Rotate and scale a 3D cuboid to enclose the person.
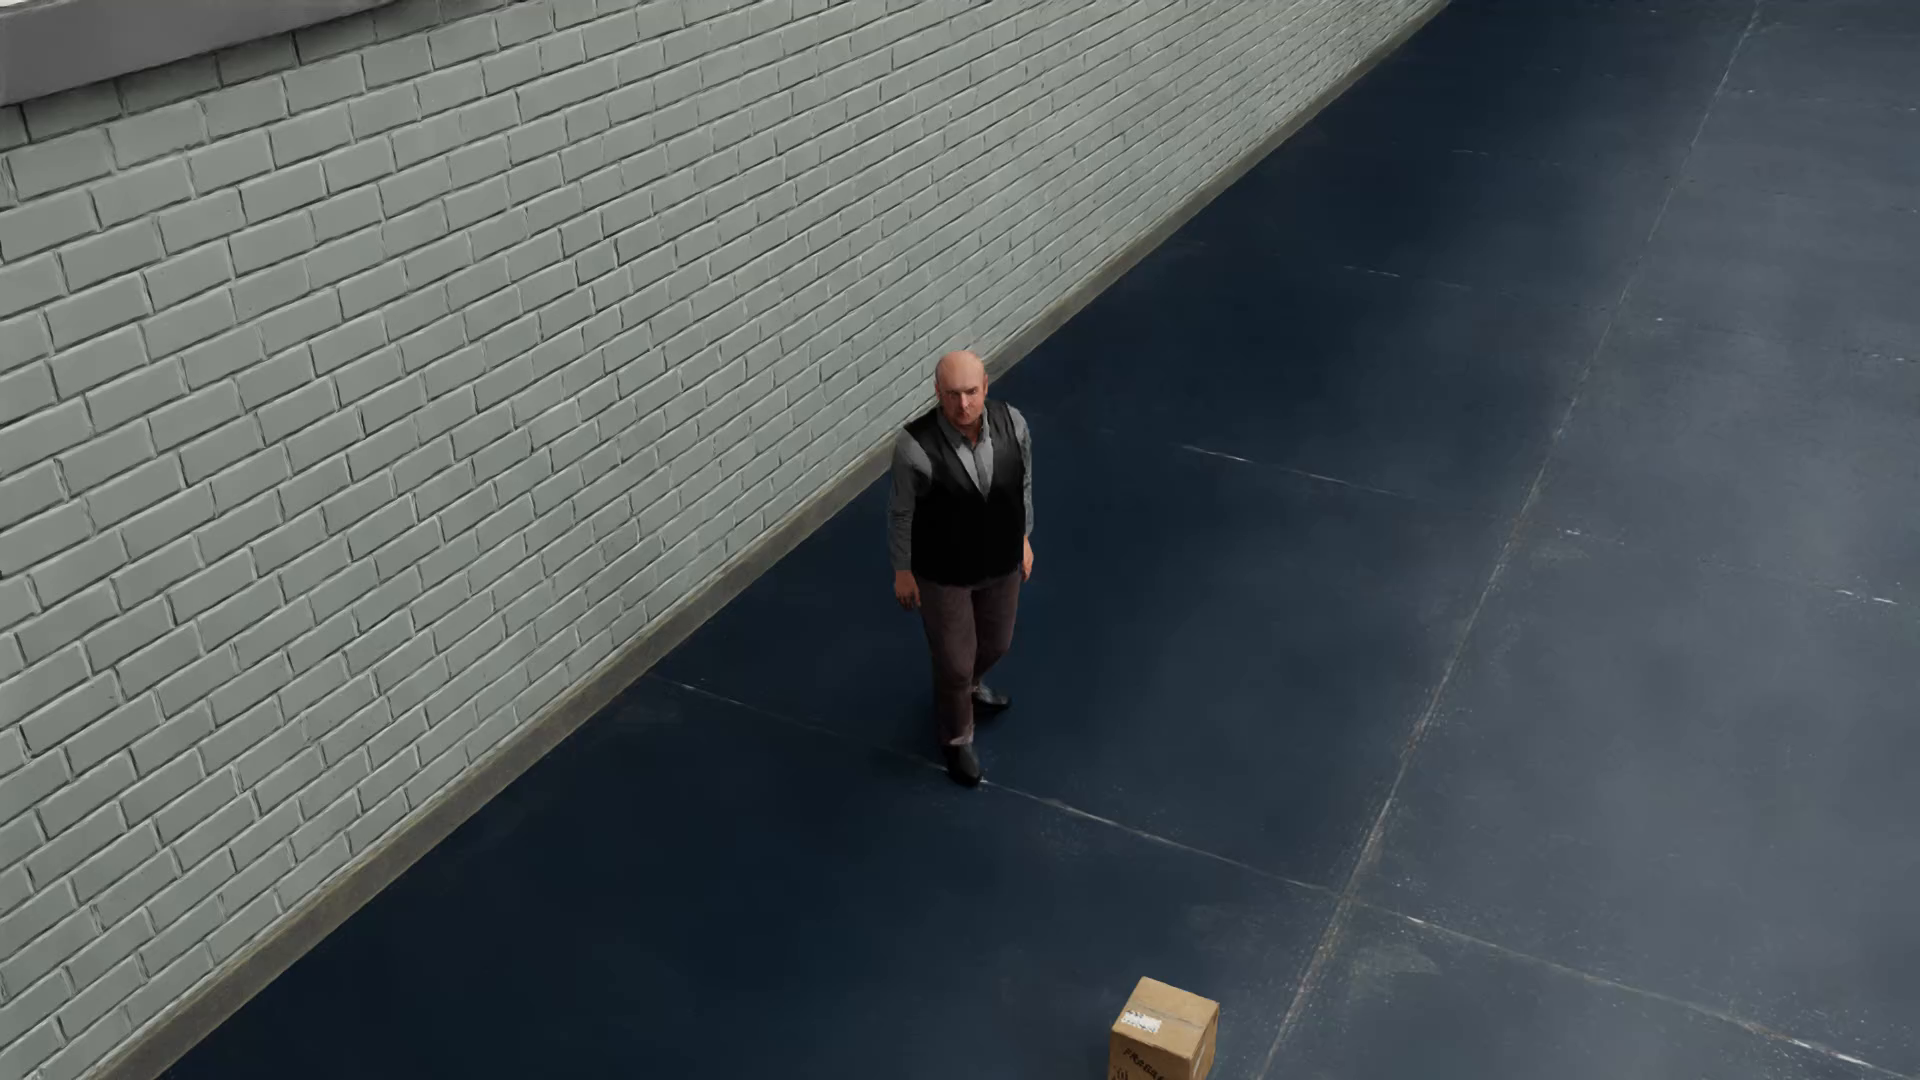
[{"bbox_3d":[-0.014,0.056,6.060,0.567,1.709,0.555,-15,33,-24],"label":"person"}]
